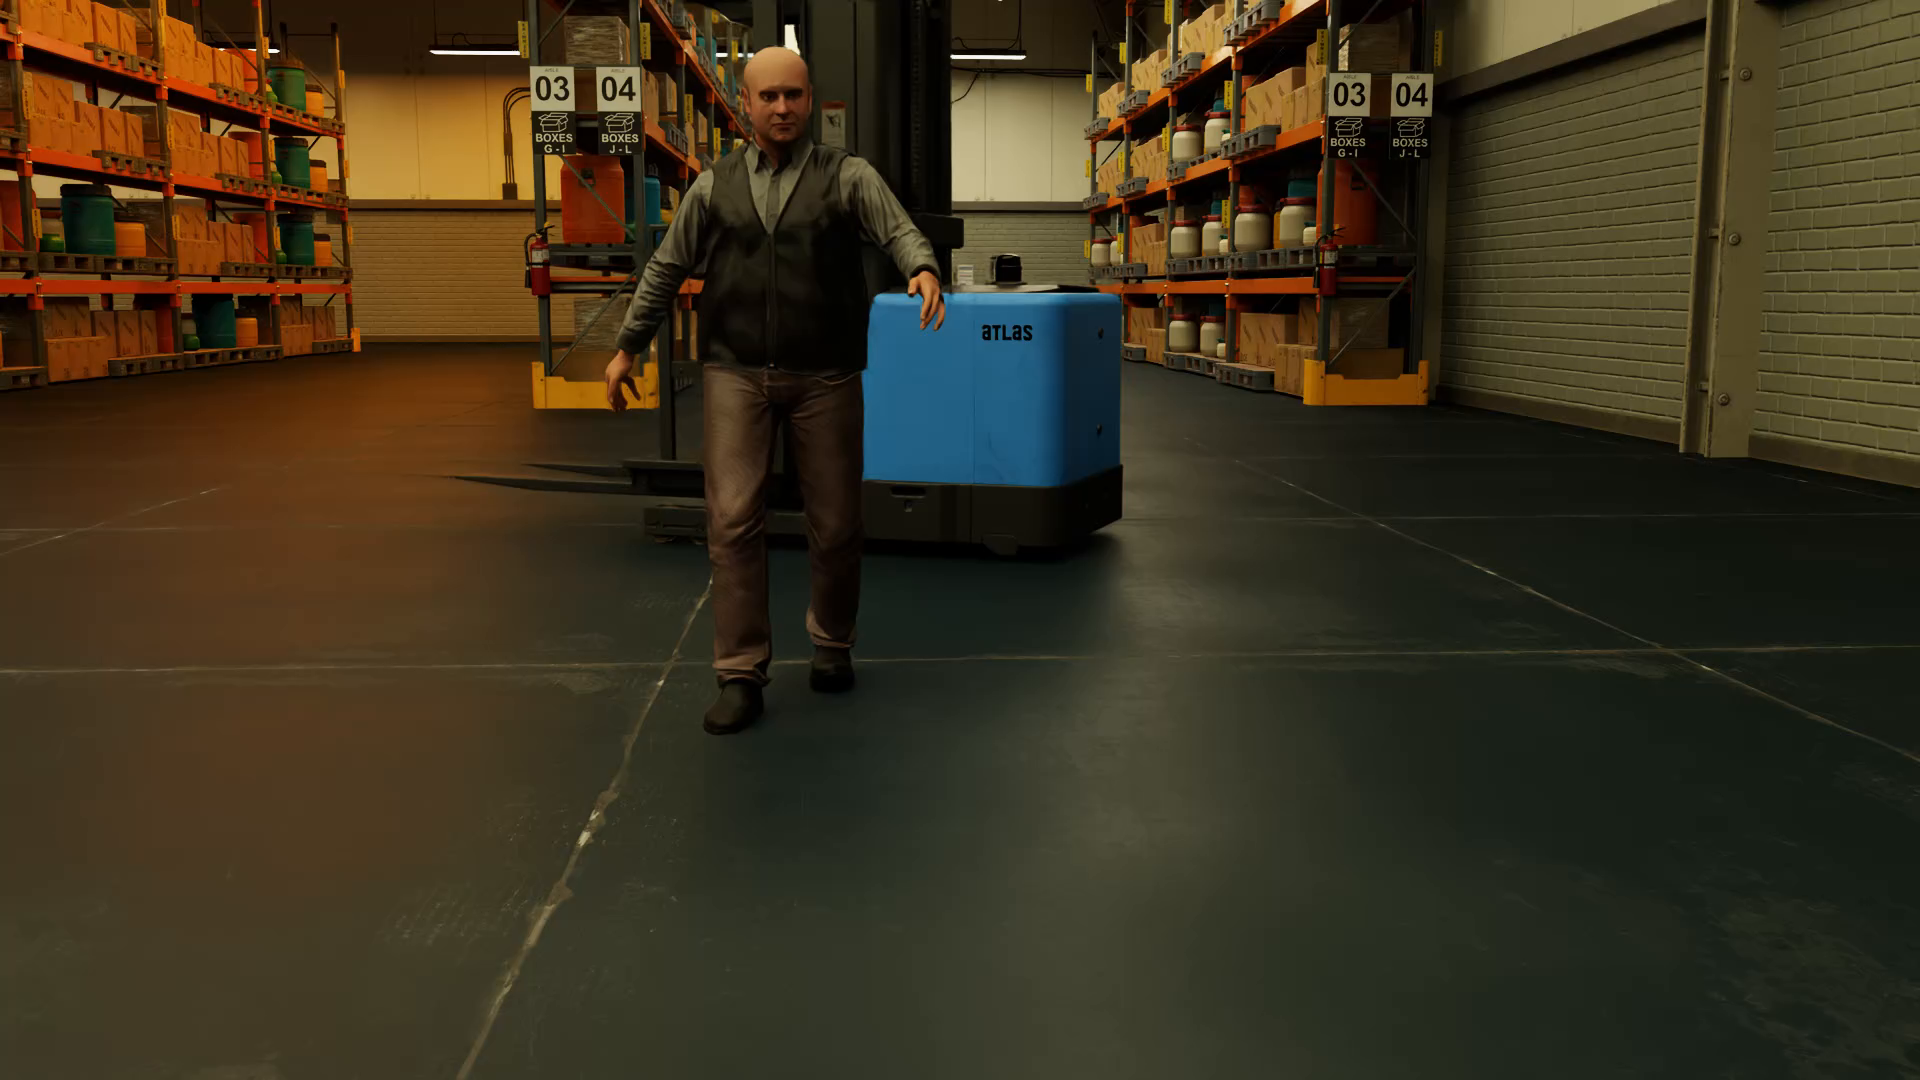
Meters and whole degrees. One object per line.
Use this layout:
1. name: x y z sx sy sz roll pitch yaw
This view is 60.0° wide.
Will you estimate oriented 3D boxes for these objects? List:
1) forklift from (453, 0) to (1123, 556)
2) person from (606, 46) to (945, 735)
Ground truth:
1. forklift: -0.842 -1.495 7.401 3.031 2.935 1.130 3 9 20
2. person: -0.495 -0.402 4.307 0.943 1.701 0.756 0 8 2
